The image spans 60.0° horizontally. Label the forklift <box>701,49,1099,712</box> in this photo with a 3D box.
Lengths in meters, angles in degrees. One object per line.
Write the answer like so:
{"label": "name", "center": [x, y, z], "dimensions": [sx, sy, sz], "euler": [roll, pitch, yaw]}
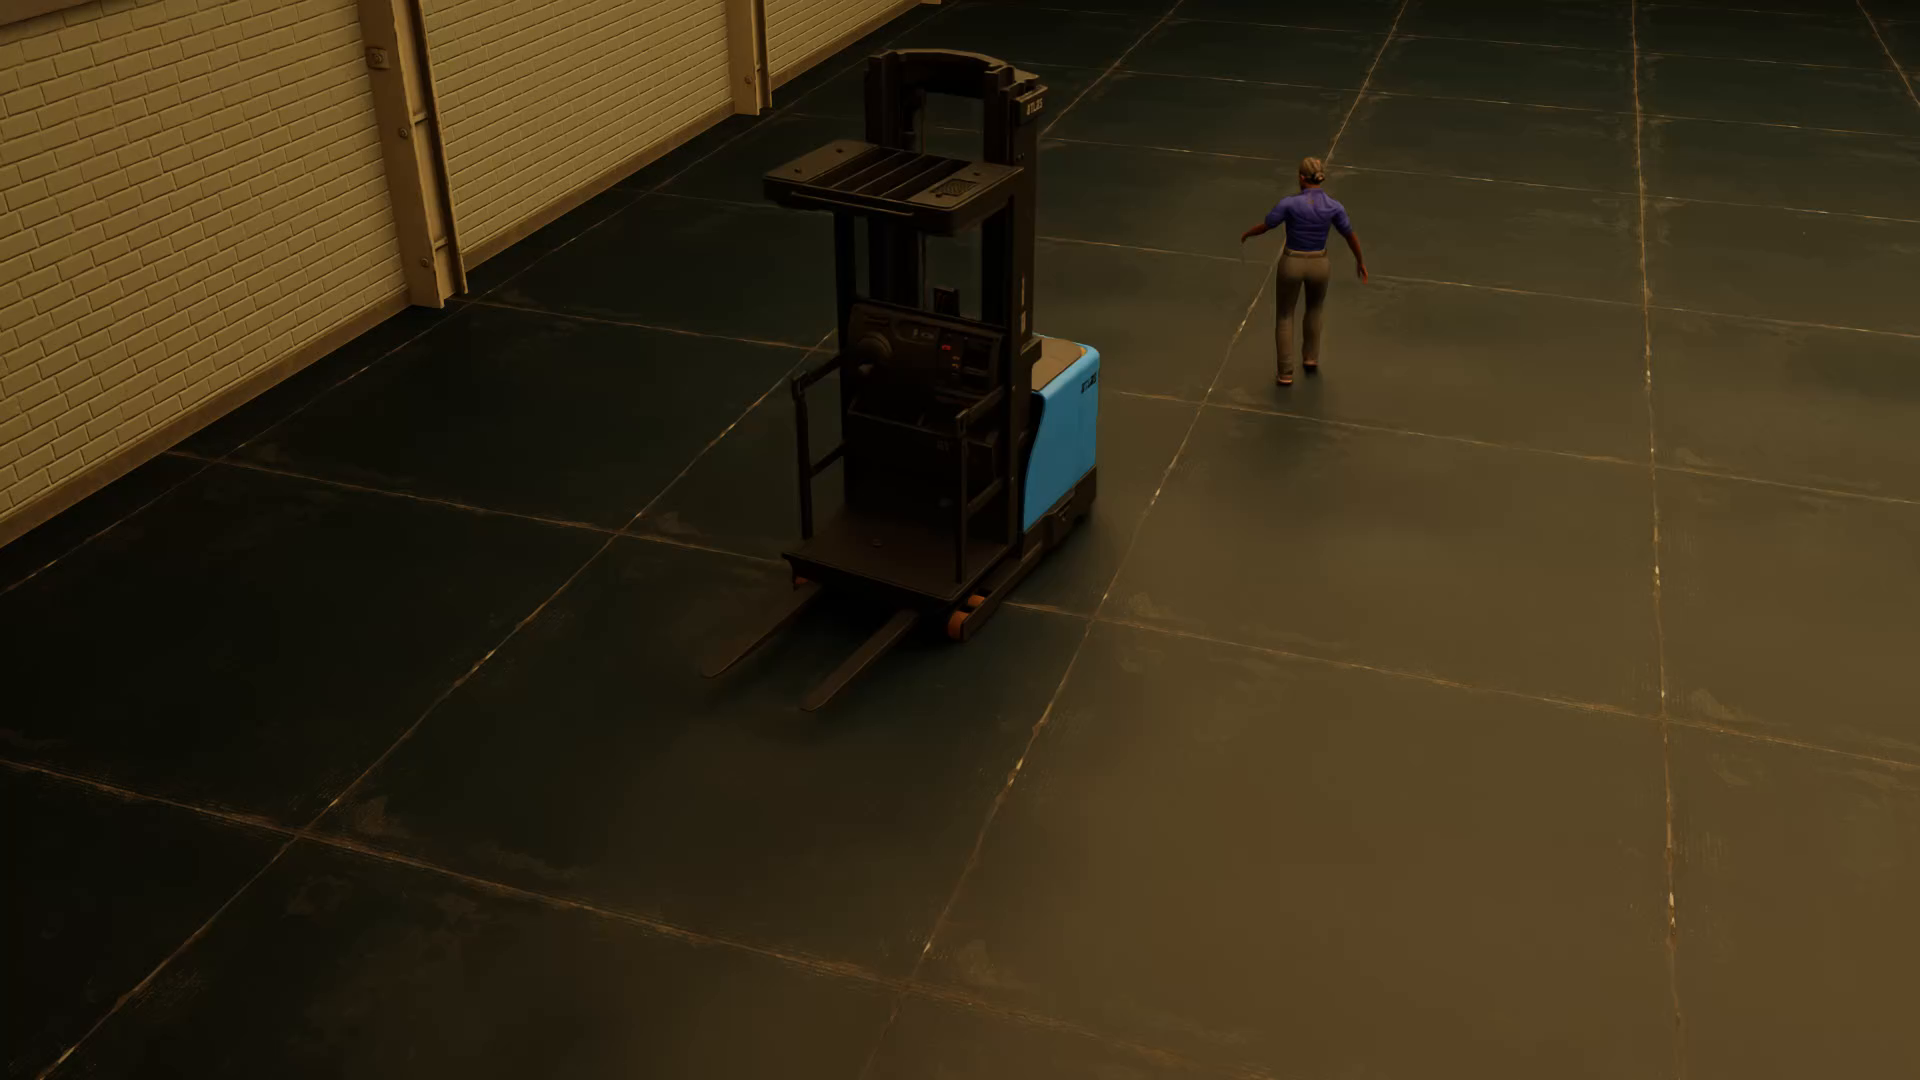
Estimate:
{"label": "forklift", "center": [-0.300, -0.973, 8.844], "dimensions": [1.130, 2.935, 3.031], "euler": [15, 33, 25]}

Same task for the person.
{"label": "person", "center": [2.462, -1.929, 11.893], "dimensions": [0.899, 1.687, 0.551], "euler": [3, 30, 5]}
